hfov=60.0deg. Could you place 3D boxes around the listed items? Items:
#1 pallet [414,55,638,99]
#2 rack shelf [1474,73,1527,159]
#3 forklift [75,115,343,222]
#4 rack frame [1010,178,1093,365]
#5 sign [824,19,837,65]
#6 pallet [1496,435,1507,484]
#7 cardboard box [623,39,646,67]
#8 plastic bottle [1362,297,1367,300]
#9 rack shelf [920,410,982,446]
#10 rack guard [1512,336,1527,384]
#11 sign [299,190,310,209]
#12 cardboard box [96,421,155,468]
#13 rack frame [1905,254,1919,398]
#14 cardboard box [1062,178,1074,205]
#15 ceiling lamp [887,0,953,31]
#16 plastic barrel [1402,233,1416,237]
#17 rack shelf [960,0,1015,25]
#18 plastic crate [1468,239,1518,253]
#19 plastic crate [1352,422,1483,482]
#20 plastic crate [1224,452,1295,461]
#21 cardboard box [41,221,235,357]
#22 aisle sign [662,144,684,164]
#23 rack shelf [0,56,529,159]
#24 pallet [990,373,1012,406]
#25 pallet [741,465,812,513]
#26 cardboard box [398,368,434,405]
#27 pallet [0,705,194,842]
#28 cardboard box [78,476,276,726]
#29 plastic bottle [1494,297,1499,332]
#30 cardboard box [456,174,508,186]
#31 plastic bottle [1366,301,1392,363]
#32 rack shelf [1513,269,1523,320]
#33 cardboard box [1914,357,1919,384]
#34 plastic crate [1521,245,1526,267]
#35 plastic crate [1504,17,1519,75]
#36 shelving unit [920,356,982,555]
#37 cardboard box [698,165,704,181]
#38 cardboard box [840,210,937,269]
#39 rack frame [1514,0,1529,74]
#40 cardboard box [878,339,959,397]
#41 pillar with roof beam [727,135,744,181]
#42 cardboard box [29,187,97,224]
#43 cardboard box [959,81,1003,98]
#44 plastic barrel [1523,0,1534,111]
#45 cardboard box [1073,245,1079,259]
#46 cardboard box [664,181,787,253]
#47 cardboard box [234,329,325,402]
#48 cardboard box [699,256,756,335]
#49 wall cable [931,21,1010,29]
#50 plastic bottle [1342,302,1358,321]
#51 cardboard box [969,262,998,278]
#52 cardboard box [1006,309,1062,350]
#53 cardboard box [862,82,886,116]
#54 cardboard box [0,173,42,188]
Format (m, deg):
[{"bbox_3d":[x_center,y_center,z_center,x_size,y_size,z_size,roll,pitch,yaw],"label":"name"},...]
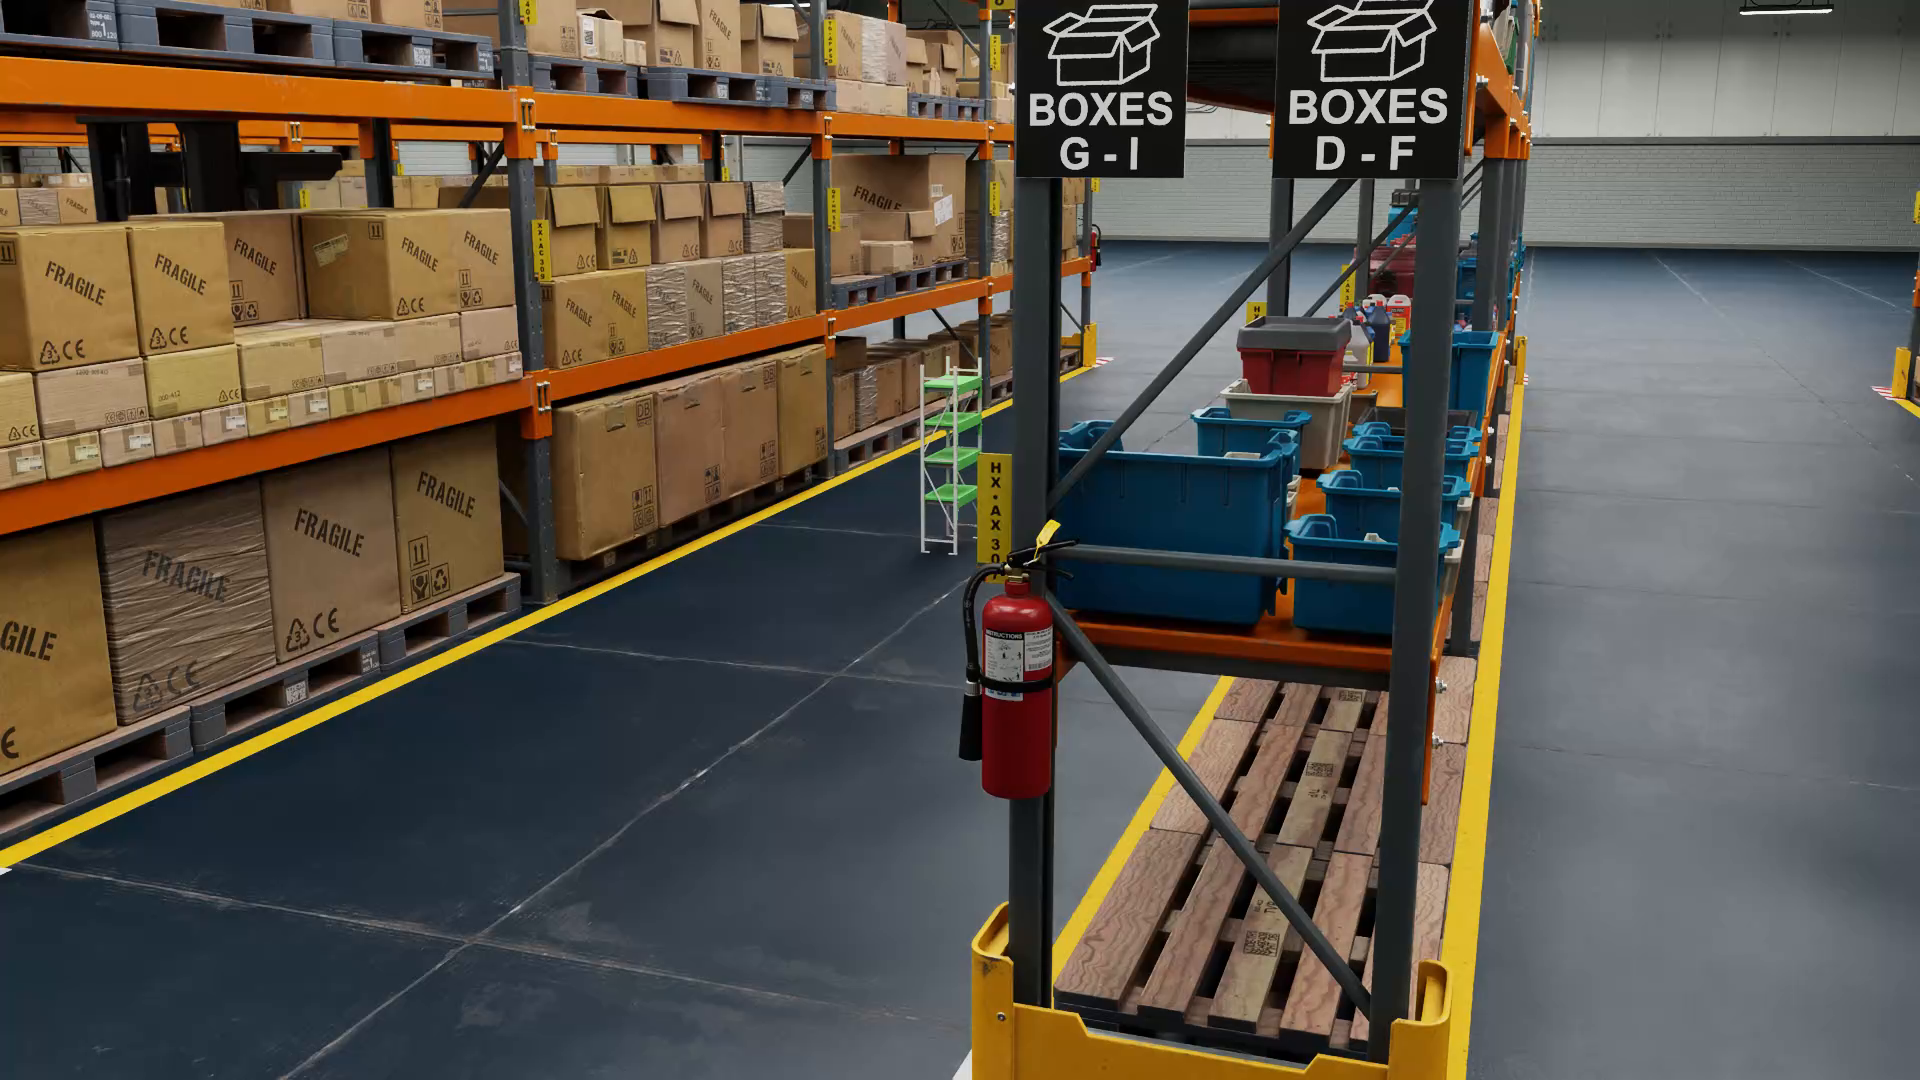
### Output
[{"bbox_3d":[-2.526,-2.701,9.768,0.805,0.209,1.217,4,13,16],"label":"pallet"},{"bbox_3d":[2.558,-2.311,9.248,1.077,0.370,4.000,4,14,18],"label":"rack shelf"},{"bbox_3d":[-4.708,-1.486,10.910,1.130,2.935,3.031,4,14,18],"label":"forklift"},{"bbox_3d":[1.107,-3.662,20.289,1.000,3.000,0.127,4,14,18],"label":"rack frame"},{"bbox_3d":[-0.959,-3.688,12.327,0.100,0.325,0.005,4,14,18],"label":"sign"},{"bbox_3d":[3.889,-0.677,13.481,1.003,0.211,1.213,4,14,18],"label":"pallet"},{"bbox_3d":[-2.152,-2.982,10.193,0.380,0.149,0.250,4,13,16],"label":"cardboard box"},{"bbox_3d":[2.610,-1.430,10.774,0.061,0.283,0.133,4,14,18],"label":"plastic bottle"},{"bbox_3d":[-0.054,-0.722,10.663,0.258,0.148,0.480,4,14,18],"label":"rack shelf"},{"bbox_3d":[5.813,-2.067,18.920,1.175,0.500,0.348,4,14,18],"label":"rack guard"},{"bbox_3d":[-5.625,-2.844,14.285,0.100,0.325,0.005,4,14,18],"label":"sign"},{"bbox_3d":[-3.395,-0.384,6.495,0.380,0.149,0.250,4,13,18],"label":"cardboard box"},{"bbox_3d":[10.479,-2.948,17.161,1.000,3.000,0.127,4,14,18],"label":"rack frame"},{"bbox_3d":[1.006,-4.103,19.085,0.500,0.500,0.500,4,14,18],"label":"cardboard box"},{"bbox_3d":[-1.096,-15.581,45.914,2.000,3.185,0.800,4,14,18],"label":"ceiling lamp"},{"bbox_3d":[3.982,-2.343,14.208,0.433,0.535,0.433,0,13,0],"label":"plastic barrel"},{"bbox_3d":[0.460,-5.813,17.857,1.077,0.370,4.000,4,14,18],"label":"rack shelf"},{"bbox_3d":[4.632,-2.370,14.487,0.402,0.464,0.583,4,14,18],"label":"plastic crate"},{"bbox_3d":[1.531,-0.252,5.594,0.416,0.233,0.300,4,14,18],"label":"plastic crate"},{"bbox_3d":[0.962,-0.206,5.605,0.298,0.136,0.250,4,14,18],"label":"plastic crate"},{"bbox_3d":[-3.336,-1.027,6.728,0.500,0.500,0.500,4,13,17],"label":"cardboard box"},{"bbox_3d":[-3.815,-5.344,21.818,0.394,0.787,0.004,4,14,18],"label":"aisle sign"},{"bbox_3d":[-3.423,-1.825,7.121,1.077,0.370,4.000,4,14,18],"label":"rack shelf"},{"bbox_3d":[-0.003,-1.604,17.540,1.003,0.211,1.213,4,14,18],"label":"pallet"},{"bbox_3d":[-1.808,-0.457,12.516,1.003,0.211,1.213,4,14,18],"label":"pallet"},{"bbox_3d":[-2.814,-0.762,8.151,0.380,0.149,0.250,5,14,19],"label":"cardboard box"},{"bbox_3d":[-3.885,0.893,6.602,1.003,0.211,1.213,4,14,18],"label":"pallet"},{"bbox_3d":[-3.644,0.206,7.174,0.875,0.875,0.875,4,14,18],"label":"cardboard box"},{"bbox_3d":[3.478,-1.448,10.852,0.061,0.283,0.133,4,14,18],"label":"plastic bottle"},{"bbox_3d":[-5.003,-3.629,17.675,0.700,0.500,0.500,4,13,17],"label":"cardboard box"},{"bbox_3d":[2.442,-1.221,9.706,0.144,0.351,0.185,4,14,18],"label":"plastic bottle"},{"bbox_3d":[5.146,-2.533,16.962,1.077,0.370,4.000,4,14,18],"label":"rack shelf"},{"bbox_3d":[10.095,-1.715,16.996,0.500,0.250,0.500,4,14,18],"label":"cardboard box"},{"bbox_3d":[5.915,-3.105,18.187,0.499,0.251,0.616,4,14,18],"label":"plastic crate"},{"bbox_3d":[2.060,-2.026,6.861,0.450,0.188,0.662,4,14,18],"label":"plastic crate"},{"bbox_3d":[-0.054,-0.550,10.702,0.258,1.200,0.503,4,14,18],"label":"shelving unit"},{"bbox_3d":[-3.710,-4.564,21.480,0.875,0.550,0.550,4,14,18],"label":"cardboard box"},{"bbox_3d":[-0.661,-2.703,14.913,0.797,0.503,0.637,6,14,24],"label":"cardboard box"},{"bbox_3d":[3.205,-4.545,10.679,1.000,3.000,0.127,4,14,18],"label":"rack frame"},{"bbox_3d":[-0.406,-1.687,16.269,0.700,0.500,0.500,3,13,14],"label":"cardboard box"},{"bbox_3d":[-2.207,-12.318,44.734,9.100,9.000,0.548,4,14,18],"label":"pillar with roof beam"},{"bbox_3d":[-9.828,-3.605,18.204,0.500,0.500,0.500,5,14,20],"label":"cardboard box"},{"bbox_3d":[0.209,-4.449,16.440,0.380,0.149,0.250,4,13,17],"label":"cardboard box"},{"bbox_3d":[4.117,-3.771,12.903,0.600,0.901,0.708,4,14,18],"label":"plastic barrel"},{"bbox_3d":[1.210,-3.464,19.989,0.380,0.149,0.250,4,14,18],"label":"cardboard box"},{"bbox_3d":[-1.733,-2.362,12.117,0.797,0.503,0.637,5,14,20],"label":"cardboard box"},{"bbox_3d":[-3.167,-0.772,7.298,0.500,0.250,0.500,4,13,17],"label":"cardboard box"},{"bbox_3d":[-1.739,-1.690,11.427,0.500,0.500,0.500,4,13,17],"label":"cardboard box"},{"bbox_3d":[0.425,-15.170,52.857,3.097,2.526,0.112,4,14,18],"label":"wall cable"},{"bbox_3d":[2.255,-1.203,9.630,0.144,0.351,0.185,4,14,18],"label":"plastic bottle"},{"bbox_3d":[0.167,-2.720,16.731,0.380,0.149,0.250,4,14,18],"label":"cardboard box"},{"bbox_3d":[0.889,-2.517,19.950,0.500,0.500,0.500,7,15,29],"label":"cardboard box"},{"bbox_3d":[-0.922,-3.555,13.419,0.500,0.250,0.500,5,14,20],"label":"cardboard box"},{"bbox_3d":[-10.305,-3.938,18.205,0.380,0.149,0.250,5,14,22],"label":"cardboard box"}]
